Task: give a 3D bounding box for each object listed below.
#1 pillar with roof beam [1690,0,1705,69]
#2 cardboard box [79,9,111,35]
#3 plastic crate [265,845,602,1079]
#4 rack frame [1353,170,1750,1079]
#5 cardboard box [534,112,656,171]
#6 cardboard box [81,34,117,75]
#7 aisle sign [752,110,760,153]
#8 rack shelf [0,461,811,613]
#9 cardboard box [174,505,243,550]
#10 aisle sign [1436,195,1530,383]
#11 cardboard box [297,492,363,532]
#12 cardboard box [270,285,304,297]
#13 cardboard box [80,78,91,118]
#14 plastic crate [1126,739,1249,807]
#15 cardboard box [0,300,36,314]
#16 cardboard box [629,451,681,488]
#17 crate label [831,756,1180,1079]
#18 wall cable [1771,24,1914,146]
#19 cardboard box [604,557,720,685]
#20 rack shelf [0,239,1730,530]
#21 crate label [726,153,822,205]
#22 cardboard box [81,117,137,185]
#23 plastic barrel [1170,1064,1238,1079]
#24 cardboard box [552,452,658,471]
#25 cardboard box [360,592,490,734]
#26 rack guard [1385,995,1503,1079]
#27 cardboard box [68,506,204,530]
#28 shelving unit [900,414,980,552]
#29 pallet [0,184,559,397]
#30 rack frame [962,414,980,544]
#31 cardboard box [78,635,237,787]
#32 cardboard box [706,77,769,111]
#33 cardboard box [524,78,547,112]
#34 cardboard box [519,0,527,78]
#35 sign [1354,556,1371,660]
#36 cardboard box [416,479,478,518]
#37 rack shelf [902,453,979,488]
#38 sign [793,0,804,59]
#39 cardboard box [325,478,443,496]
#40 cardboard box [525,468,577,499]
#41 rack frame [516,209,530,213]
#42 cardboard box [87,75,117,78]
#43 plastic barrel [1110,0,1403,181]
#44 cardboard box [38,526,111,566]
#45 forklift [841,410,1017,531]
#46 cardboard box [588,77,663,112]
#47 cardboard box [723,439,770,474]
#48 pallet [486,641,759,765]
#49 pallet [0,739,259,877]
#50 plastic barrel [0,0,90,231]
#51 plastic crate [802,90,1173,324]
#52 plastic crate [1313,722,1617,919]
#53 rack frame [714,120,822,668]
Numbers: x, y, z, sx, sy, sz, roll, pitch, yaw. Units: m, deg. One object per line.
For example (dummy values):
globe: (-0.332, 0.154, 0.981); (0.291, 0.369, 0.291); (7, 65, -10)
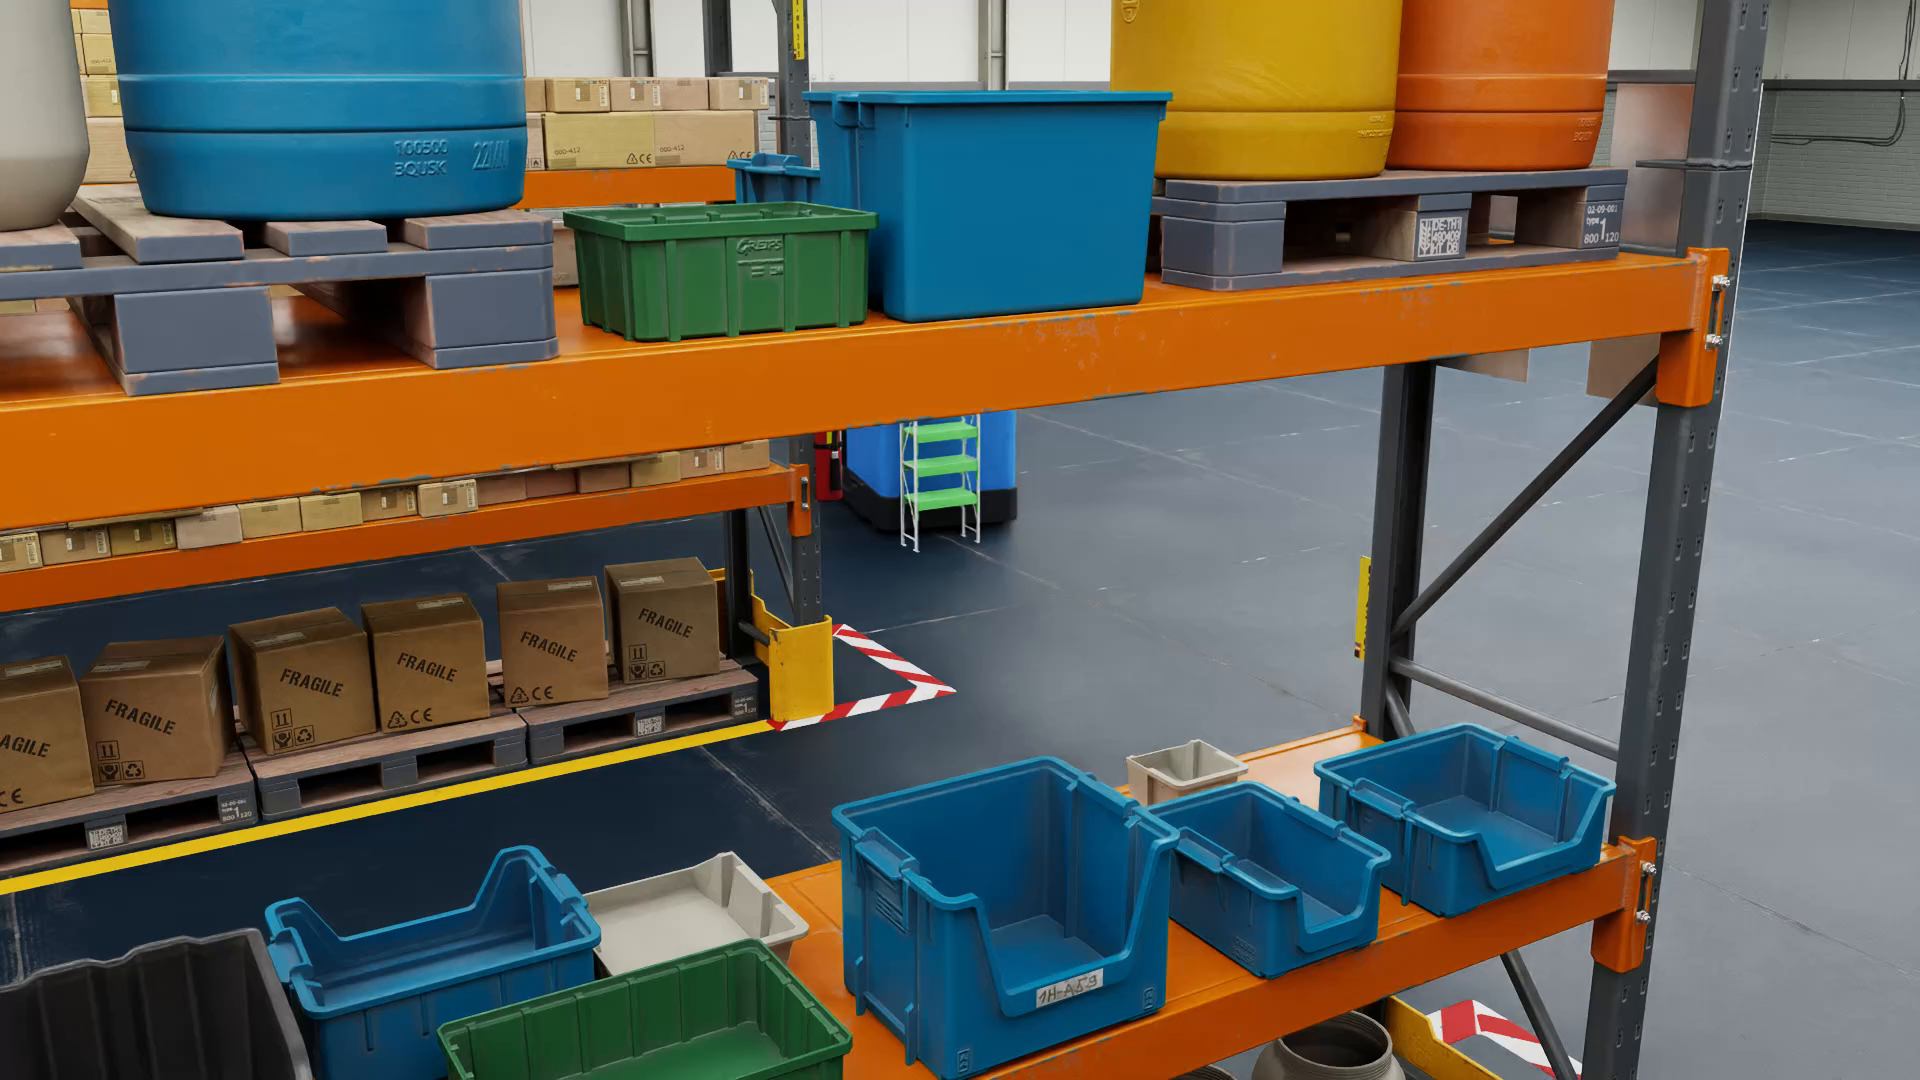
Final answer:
pillar with roof beam: (18.186, -10.284, 31.925); (0.400, 9.000, 9.100); (-9, 18, -30)
cardboard box: (-5.559, -3.346, 10.757); (0.250, 0.149, 0.380); (-9, 18, -29)
plastic crate: (-1.091, 0.888, 3.460); (0.616, 0.251, 0.499); (-9, 18, -30)
rack frame: (1.529, 0.477, 4.650); (0.127, 3.000, 1.000); (-9, 18, -30)
cardboard box: (-1.731, -1.845, 7.655); (0.500, 0.250, 0.500); (-9, 18, -29)
cardboard box: (-5.491, -3.184, 10.917); (0.500, 0.250, 0.500); (-9, 18, -30)
aisle sign: (-1.123, -1.999, 8.666); (0.004, 0.787, 0.394); (-9, 18, -30)
rack shelf: (-2.736, -0.044, 7.844); (4.000, 0.370, 1.077); (-9, 18, -30)
cardboard box: (-3.246, -0.087, 7.129); (0.250, 0.149, 0.380); (-9, 18, -30)
aisle sign: (1.440, -0.852, 4.577); (0.004, 0.787, 0.394); (-9, 18, -30)
cardboard box: (-2.833, -0.164, 7.402); (0.250, 0.149, 0.380); (-9, 18, -30)
cardboard box: (-3.077, -0.929, 7.076); (0.500, 0.500, 0.500); (-9, 18, -30)
cardboard box: (-3.576, -1.736, 6.529); (0.250, 0.149, 0.380); (-9, 18, -29)
plastic crate: (0.596, 0.654, 4.508); (0.250, 0.136, 0.298); (-9, 18, -30)
cardboard box: (-3.934, -0.789, 6.580); (0.500, 0.500, 0.500); (-9, 18, -30)
cardboard box: (-1.562, -0.379, 8.171); (0.250, 0.149, 0.380); (-9, 18, -30)
crate label: (0.090, 0.779, 3.510); (0.616, 0.435, 0.502); (-9, 18, -30)
wall cable: (19.176, -9.889, 36.267); (0.112, 2.526, 3.097); (-9, 18, -30)
cardboard box: (-1.566, 0.415, 8.723); (0.500, 0.500, 0.500); (-6, 17, -19)
rack shelf: (-0.186, -0.343, 3.351); (4.000, 0.370, 1.077); (-9, 18, -30)
crate label: (-0.246, -0.712, 3.610); (0.408, 0.251, 0.502); (-9, 18, -30)
cardboard box: (-3.482, -1.563, 6.649); (0.500, 0.250, 0.500); (-9, 18, -30)
plastic barrel: (0.574, 1.652, 4.292); (0.421, 0.512, 0.421); (0, 16, 0)
cardboard box: (-1.874, -0.693, 8.088); (0.500, 0.500, 0.875); (-9, 18, -30)
cardboard box: (-2.607, 0.589, 8.104); (0.500, 0.500, 0.500); (-7, 17, -25)
rack guard: (1.488, 1.702, 4.911); (0.348, 0.500, 1.175); (-9, 18, -30)
cardboard box: (-3.586, -0.414, 7.092); (0.500, 0.500, 0.875); (-9, 18, -30)
shelving unit: (-0.139, -0.550, 11.650); (0.503, 1.200, 0.258); (-8, 18, -26)
pallet: (-1.332, -0.443, 2.726); (1.003, 0.211, 1.213); (-9, 18, -30)
rack frame: (0.078, -0.581, 11.758); (0.015, 1.200, 0.240); (-8, 18, -26)
cardboard box: (-3.600, 0.761, 7.491); (0.500, 0.500, 0.500); (-3, 16, -12)
cardboard box: (-1.099, -2.122, 7.905); (0.250, 0.149, 0.380); (-9, 18, -30)
cardboard box: (-2.040, -2.004, 7.482); (0.250, 0.149, 0.380); (-9, 18, -29)
cardboard box: (-2.220, -2.271, 7.235); (0.500, 0.500, 0.500); (-9, 18, -30)
sign: (1.249, 0.216, 5.069); (0.005, 0.325, 0.100); (-9, 18, -30)
cardboard box: (-2.392, -0.228, 7.630); (0.250, 0.149, 0.380); (-9, 18, -30)
rack shelf: (-0.139, -0.489, 11.667); (0.480, 0.148, 0.258); (-8, 18, -26)
sign: (-0.753, -2.408, 7.746); (0.005, 0.325, 0.100); (-9, 18, -30)
cardboard box: (-2.760, -0.567, 7.637); (0.500, 0.500, 0.875); (-9, 18, -30)
cardboard box: (-2.020, -0.323, 7.970); (0.250, 0.149, 0.380); (-9, 18, -30)
rack frame: (-3.490, -1.830, 12.882); (0.127, 3.000, 1.000); (-9, 18, -30)
cardboard box: (-5.560, -2.962, 10.864); (0.250, 0.149, 0.380); (-10, 18, -31)
plastic barrel: (0.617, -1.072, 3.493); (0.600, 0.588, 0.600); (0, 16, 0)
cardboard box: (-3.691, -0.025, 6.907); (0.250, 0.149, 0.380); (-9, 18, -30)
forklift: (-0.521, -1.833, 13.019); (1.130, 2.935, 3.031); (-5, 16, -17)
cardboard box: (-1.561, -2.050, 7.646); (0.250, 0.149, 0.380); (-10, 19, -32)
cardboard box: (-1.160, -0.460, 8.461); (0.250, 0.149, 0.380); (-9, 18, -30)
pallet: (-1.802, 0.789, 8.703); (1.213, 0.211, 1.003); (-9, 18, -30)
pallet: (-3.893, 1.128, 7.493); (1.213, 0.211, 1.003); (-9, 18, -30)
plastic barrel: (-1.430, -0.682, 2.242); (0.421, 0.512, 0.421); (0, 16, 0)
plastic crate: (0.049, -0.625, 3.054); (0.575, 0.384, 0.392); (-9, 18, -30)
plastic crate: (1.254, 0.688, 4.175); (0.616, 0.251, 0.499); (-9, 18, -30)
rack frame: (-1.022, -0.669, 8.738); (0.127, 3.000, 1.000); (-9, 18, -30)
